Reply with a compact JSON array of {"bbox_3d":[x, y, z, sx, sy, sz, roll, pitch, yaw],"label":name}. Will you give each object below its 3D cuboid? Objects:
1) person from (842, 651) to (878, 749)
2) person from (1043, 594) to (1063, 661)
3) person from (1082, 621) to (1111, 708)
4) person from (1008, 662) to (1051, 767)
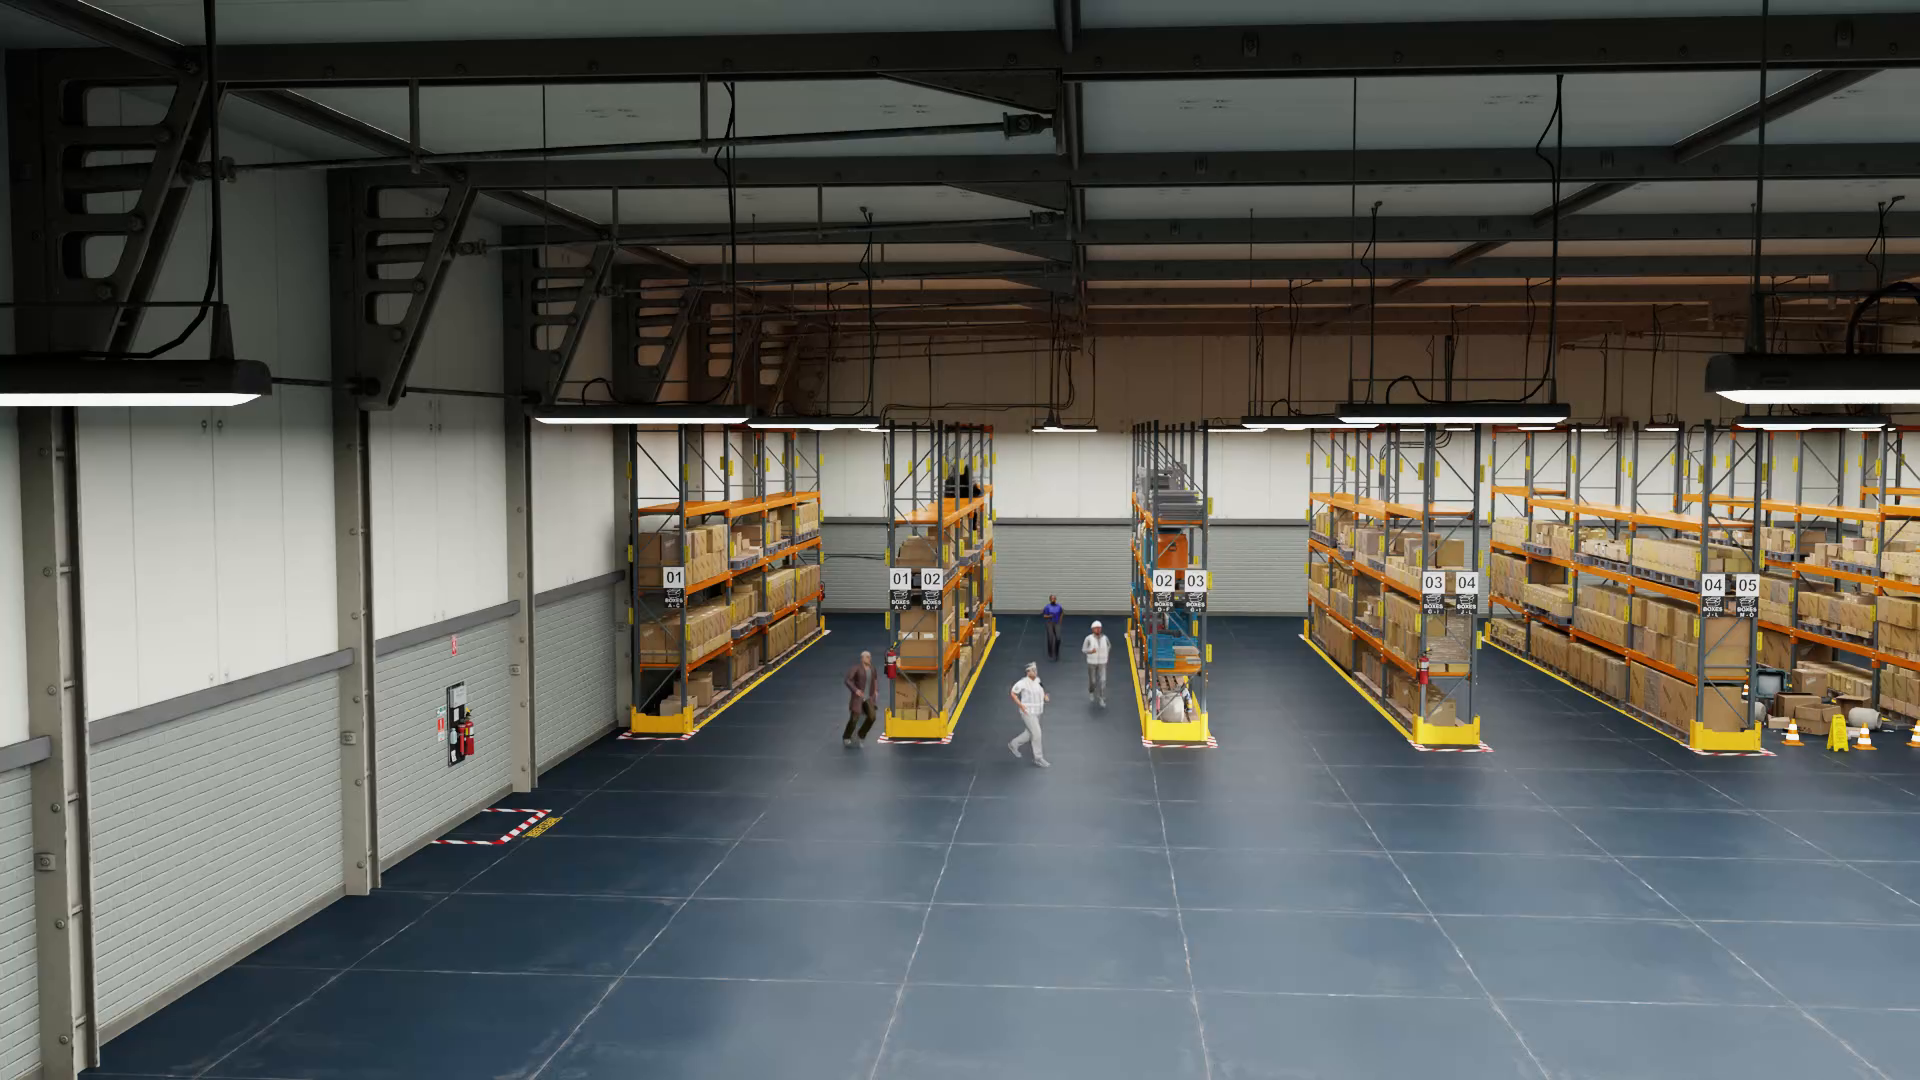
[{"bbox_3d":[-1.775,2.929,30.558,0.774,1.766,0.689,-2,4,-31],"label":"person"},{"bbox_3d":[2.382,2.232,42.258,0.554,1.702,0.693,0,4,-5],"label":"person"},{"bbox_3d":[2.889,2.590,34.995,0.661,1.767,0.906,0,4,-7],"label":"person"},{"bbox_3d":[1.220,3.007,28.964,0.911,1.798,0.647,3,4,35],"label":"person"}]
